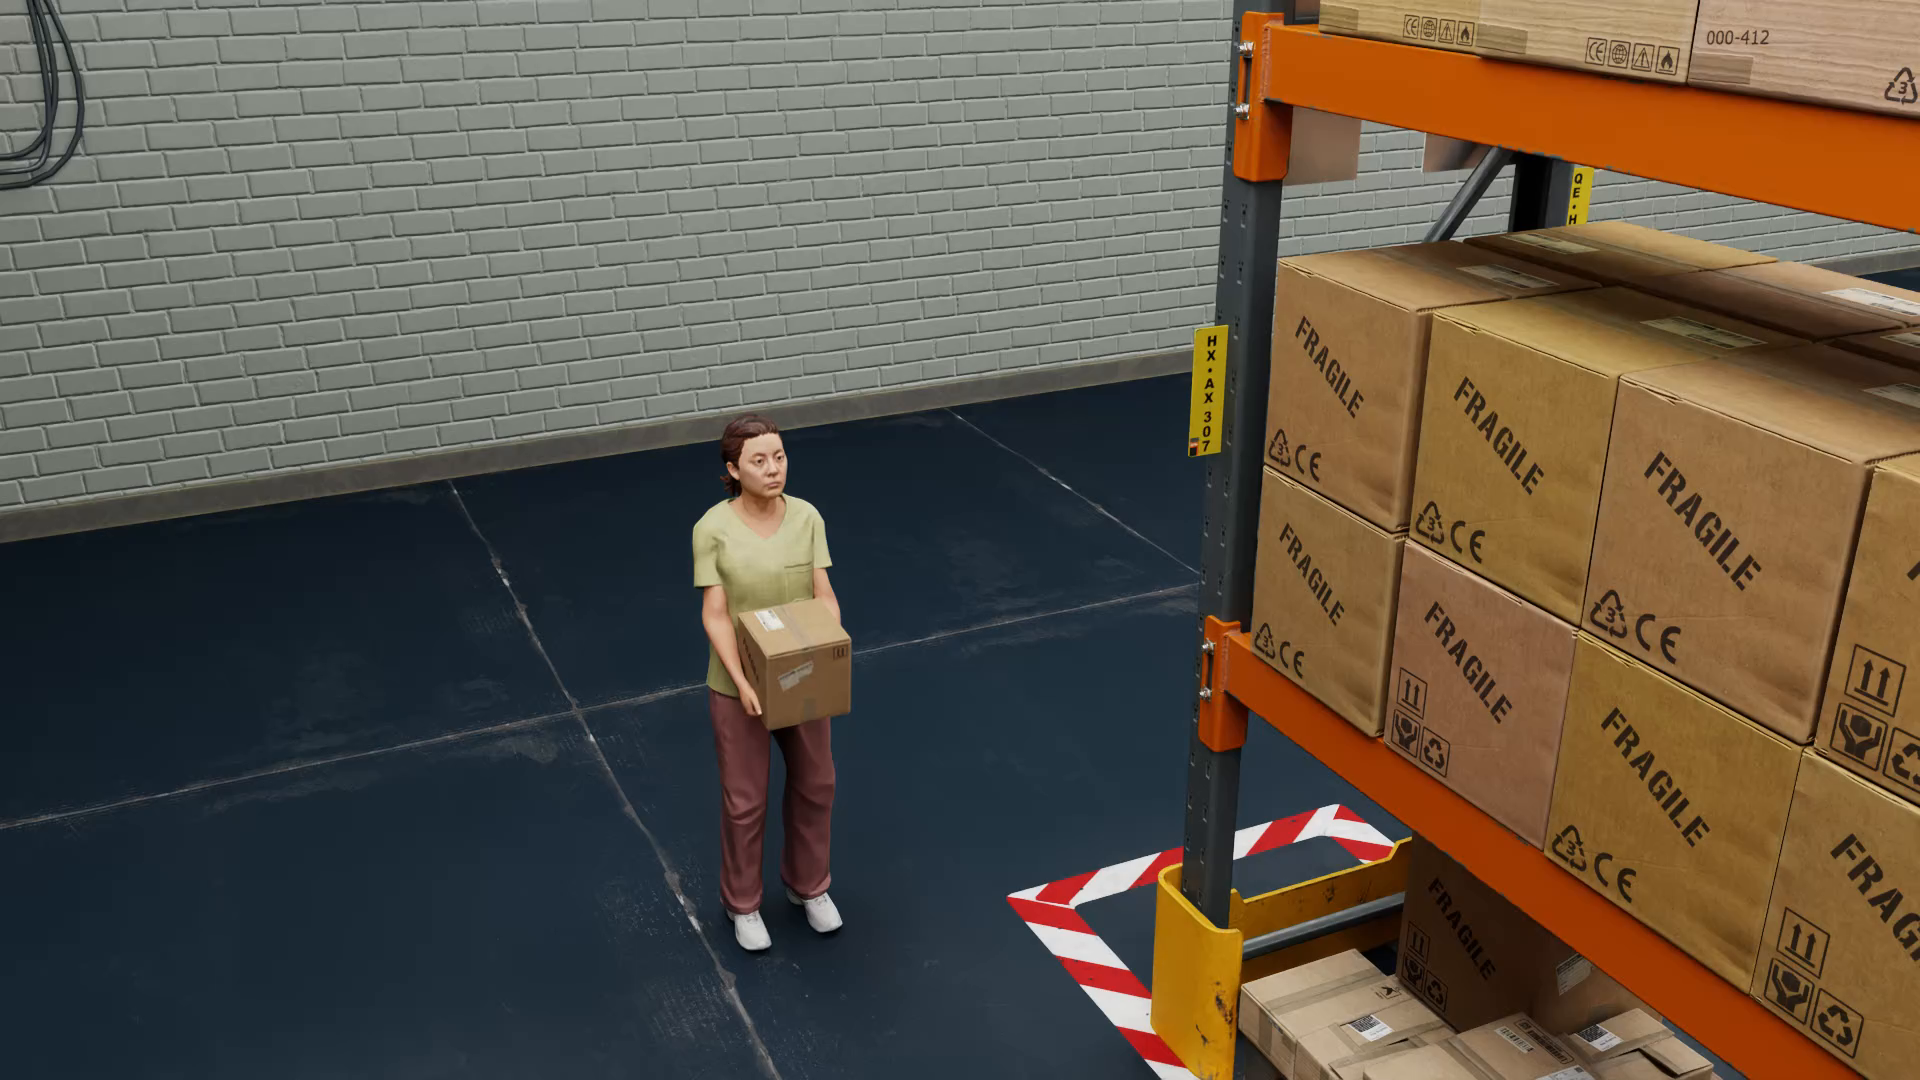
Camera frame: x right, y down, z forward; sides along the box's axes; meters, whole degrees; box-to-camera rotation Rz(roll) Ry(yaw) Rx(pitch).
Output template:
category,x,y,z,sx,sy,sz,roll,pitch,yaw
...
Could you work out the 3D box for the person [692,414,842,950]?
category,x,y,z,sx,sy,sz,roll,pitch,yaw
person,-0.550,0.456,4.990,0.428,1.662,0.559,-10,24,-23
